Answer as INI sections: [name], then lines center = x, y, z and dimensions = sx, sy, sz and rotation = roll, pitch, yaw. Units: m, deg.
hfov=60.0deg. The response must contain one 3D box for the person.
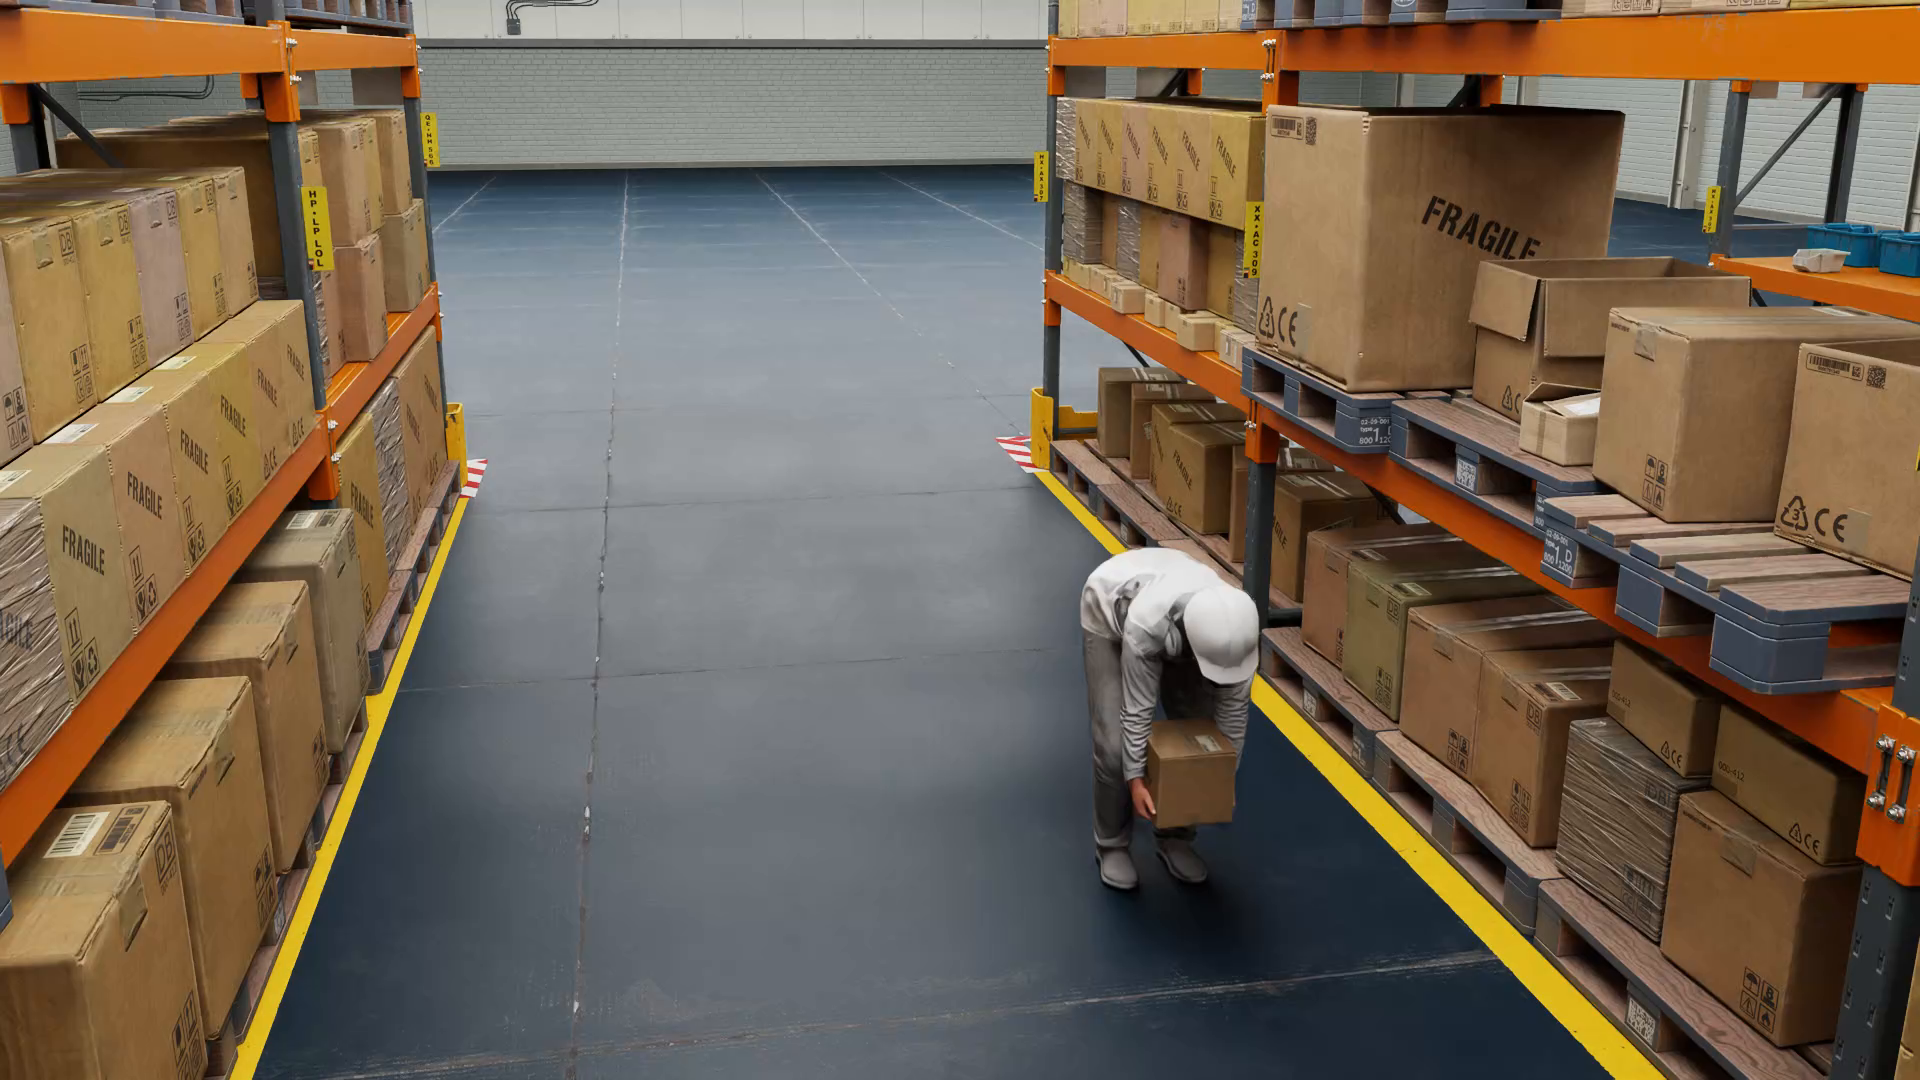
[person]
center = 4.050, -1.872, 5.699
dimensions = 7.355, 5.810, 11.427
rotation = -4, 17, -12
